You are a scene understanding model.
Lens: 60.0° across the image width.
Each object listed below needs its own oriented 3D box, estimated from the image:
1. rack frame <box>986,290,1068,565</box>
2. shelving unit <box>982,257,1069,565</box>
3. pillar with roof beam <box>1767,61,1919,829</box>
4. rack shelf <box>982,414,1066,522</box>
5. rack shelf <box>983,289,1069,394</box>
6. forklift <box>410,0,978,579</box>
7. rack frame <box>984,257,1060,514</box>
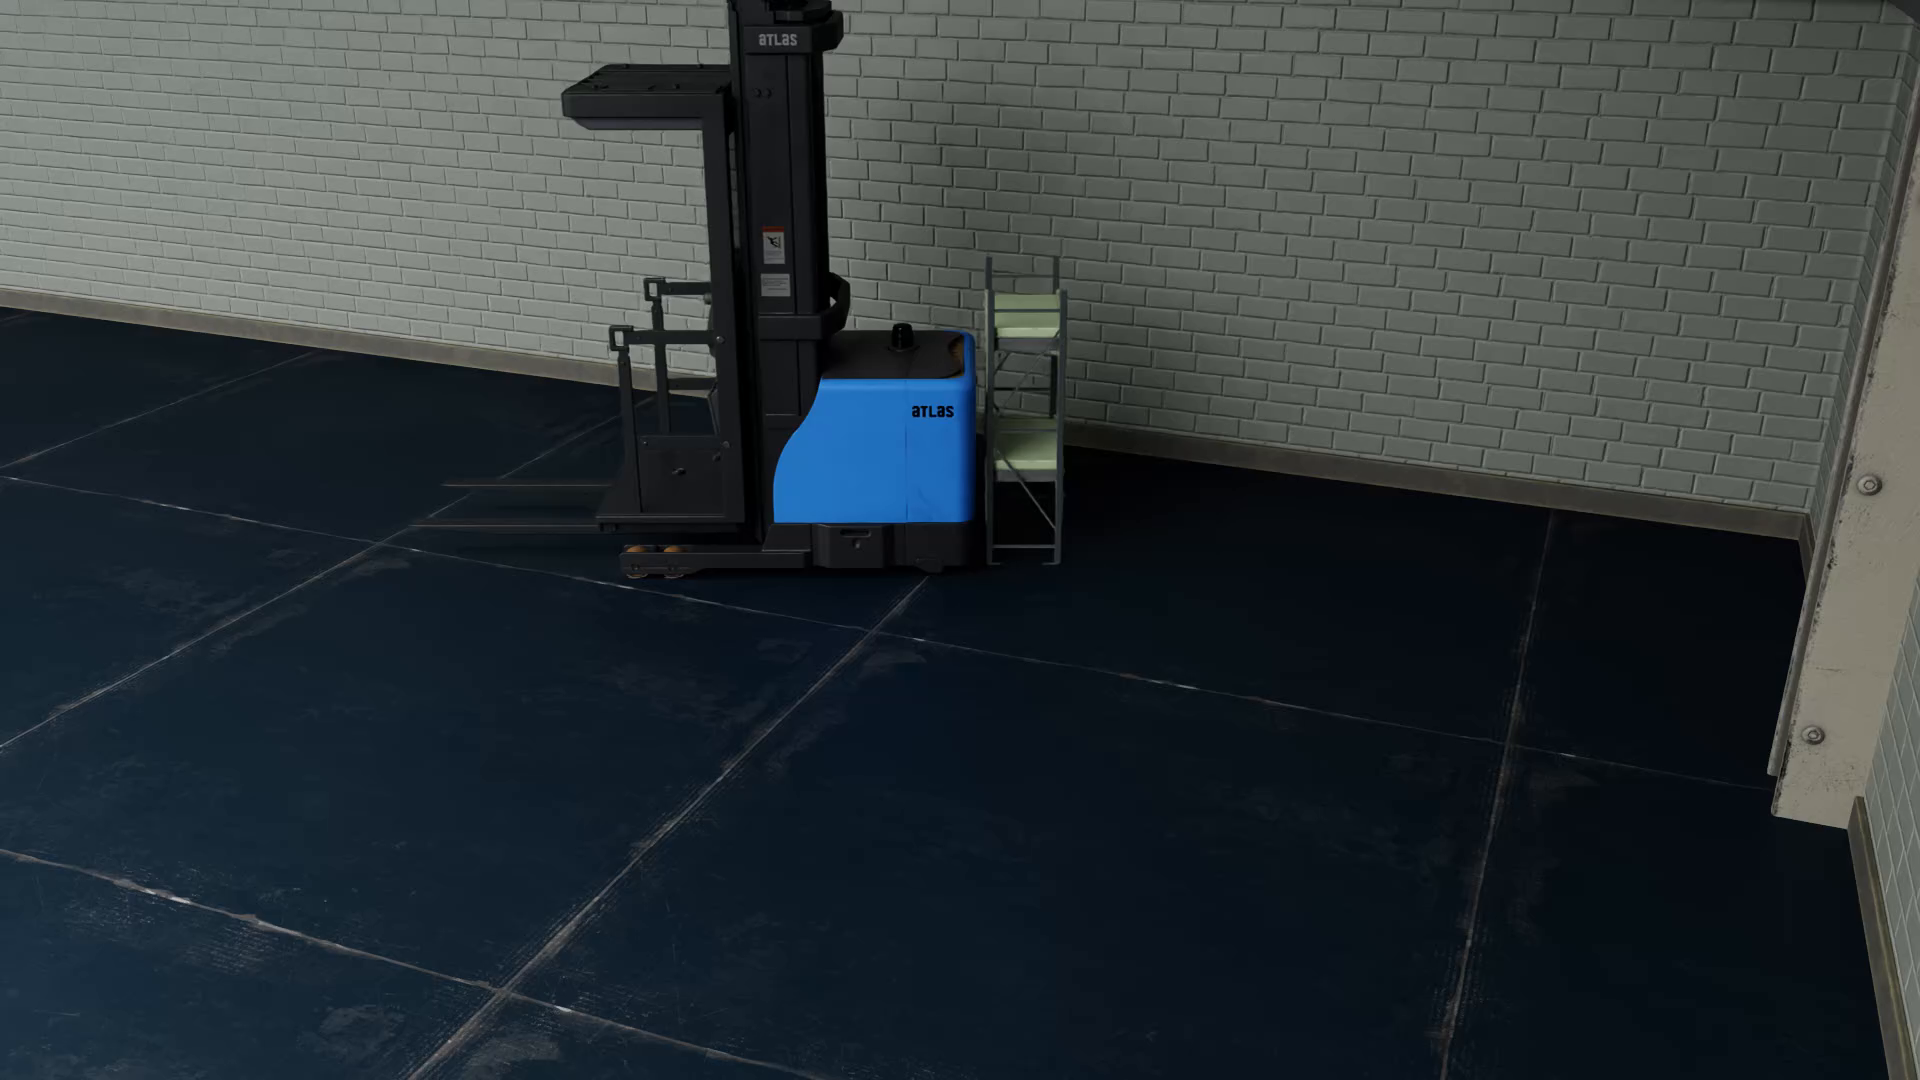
[{"bbox_3d":[0.340,-0.562,8.650,0.400,1.500,0.023,0,23,0],"label":"rack frame"},{"bbox_3d":[0.340,-0.703,8.988,0.431,1.500,0.755,0,23,0],"label":"shelving unit"},{"bbox_3d":[-0.546,-3.721,6.483,9.100,9.000,0.400,9,24,20],"label":"pillar with roof beam"},{"bbox_3d":[0.340,-0.402,9.113,0.431,0.370,0.720,0,23,0],"label":"rack shelf"},{"bbox_3d":[0.340,-1.063,8.837,0.431,0.370,0.720,0,23,0],"label":"rack shelf"},{"bbox_3d":[-1.420,-1.353,8.685,3.031,2.935,1.130,0,23,0],"label":"forklift"},{"bbox_3d":[0.340,-0.844,9.325,0.400,1.500,0.023,0,23,0],"label":"rack frame"}]
